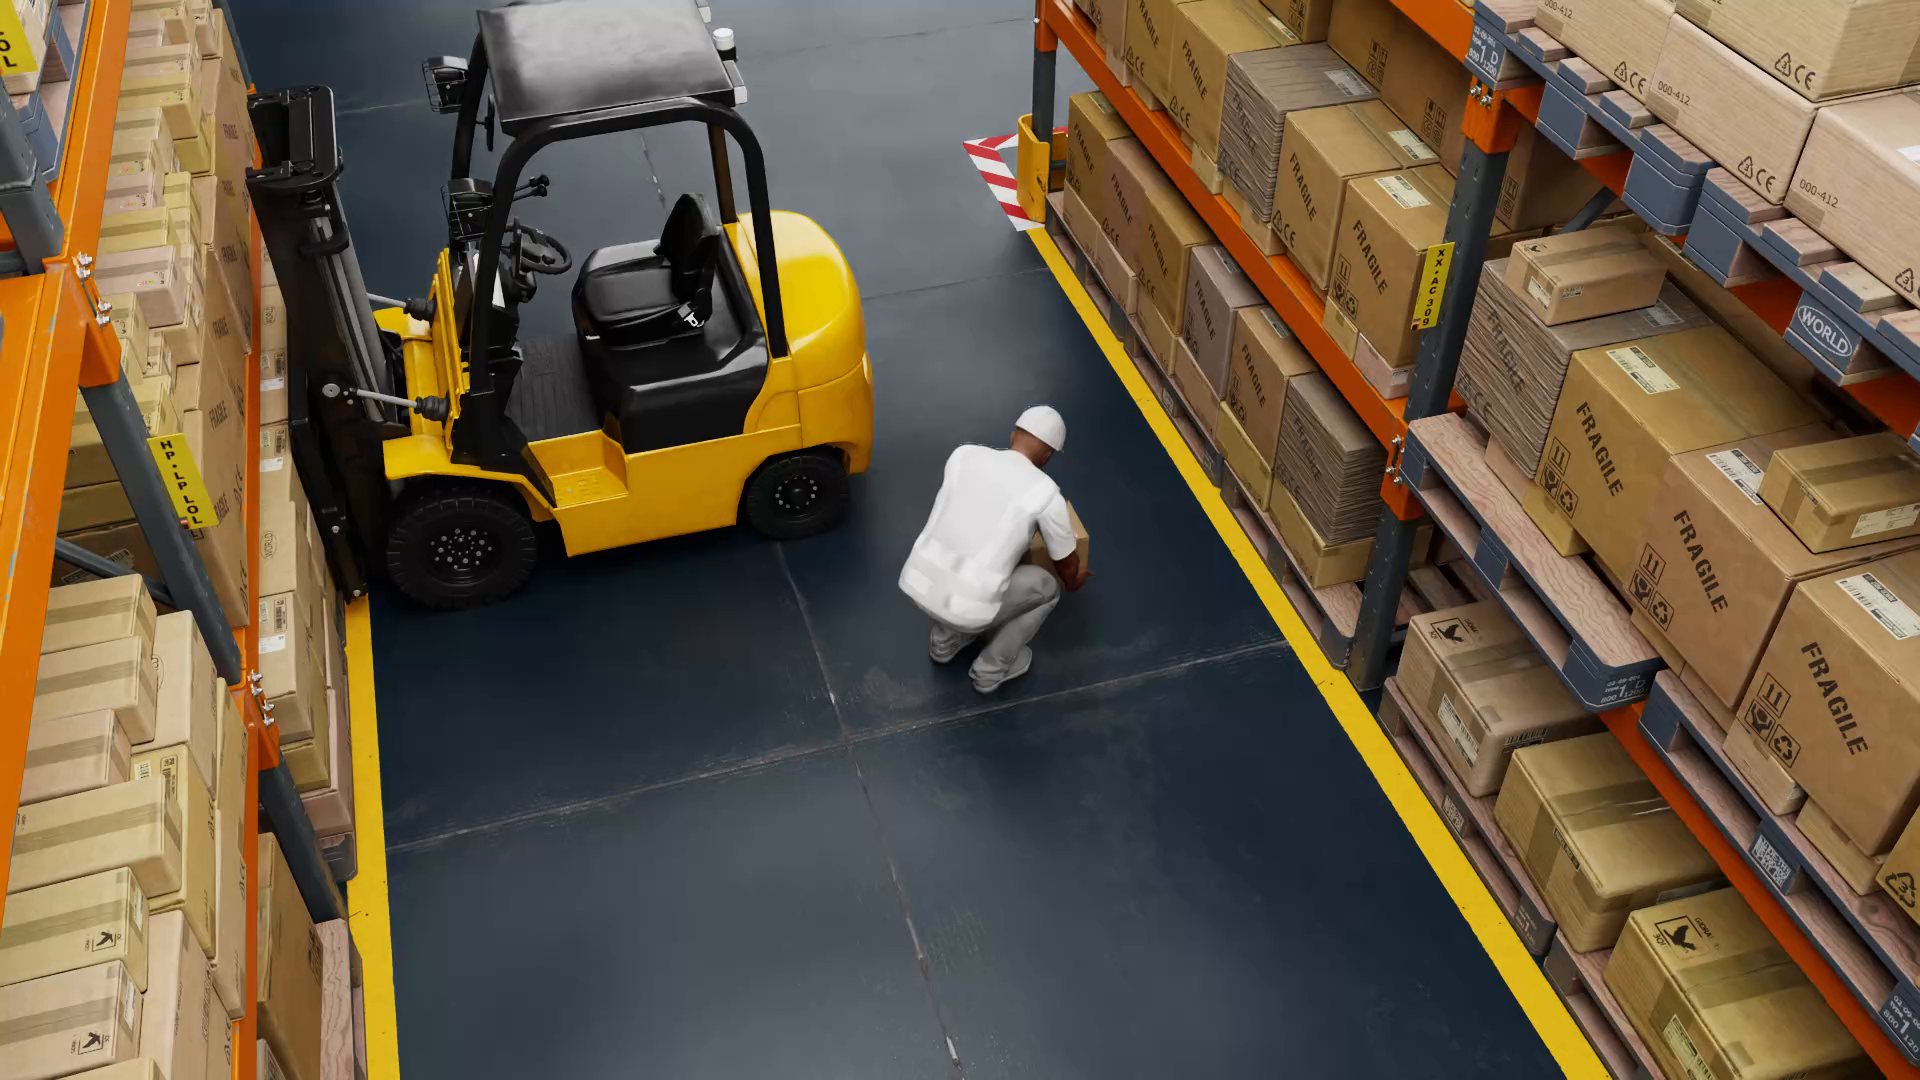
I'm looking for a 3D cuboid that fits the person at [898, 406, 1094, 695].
[{"bbox_3d":[0.129,0.030,6.665,0.583,1.029,0.889,32,51,31],"label":"person"}]
